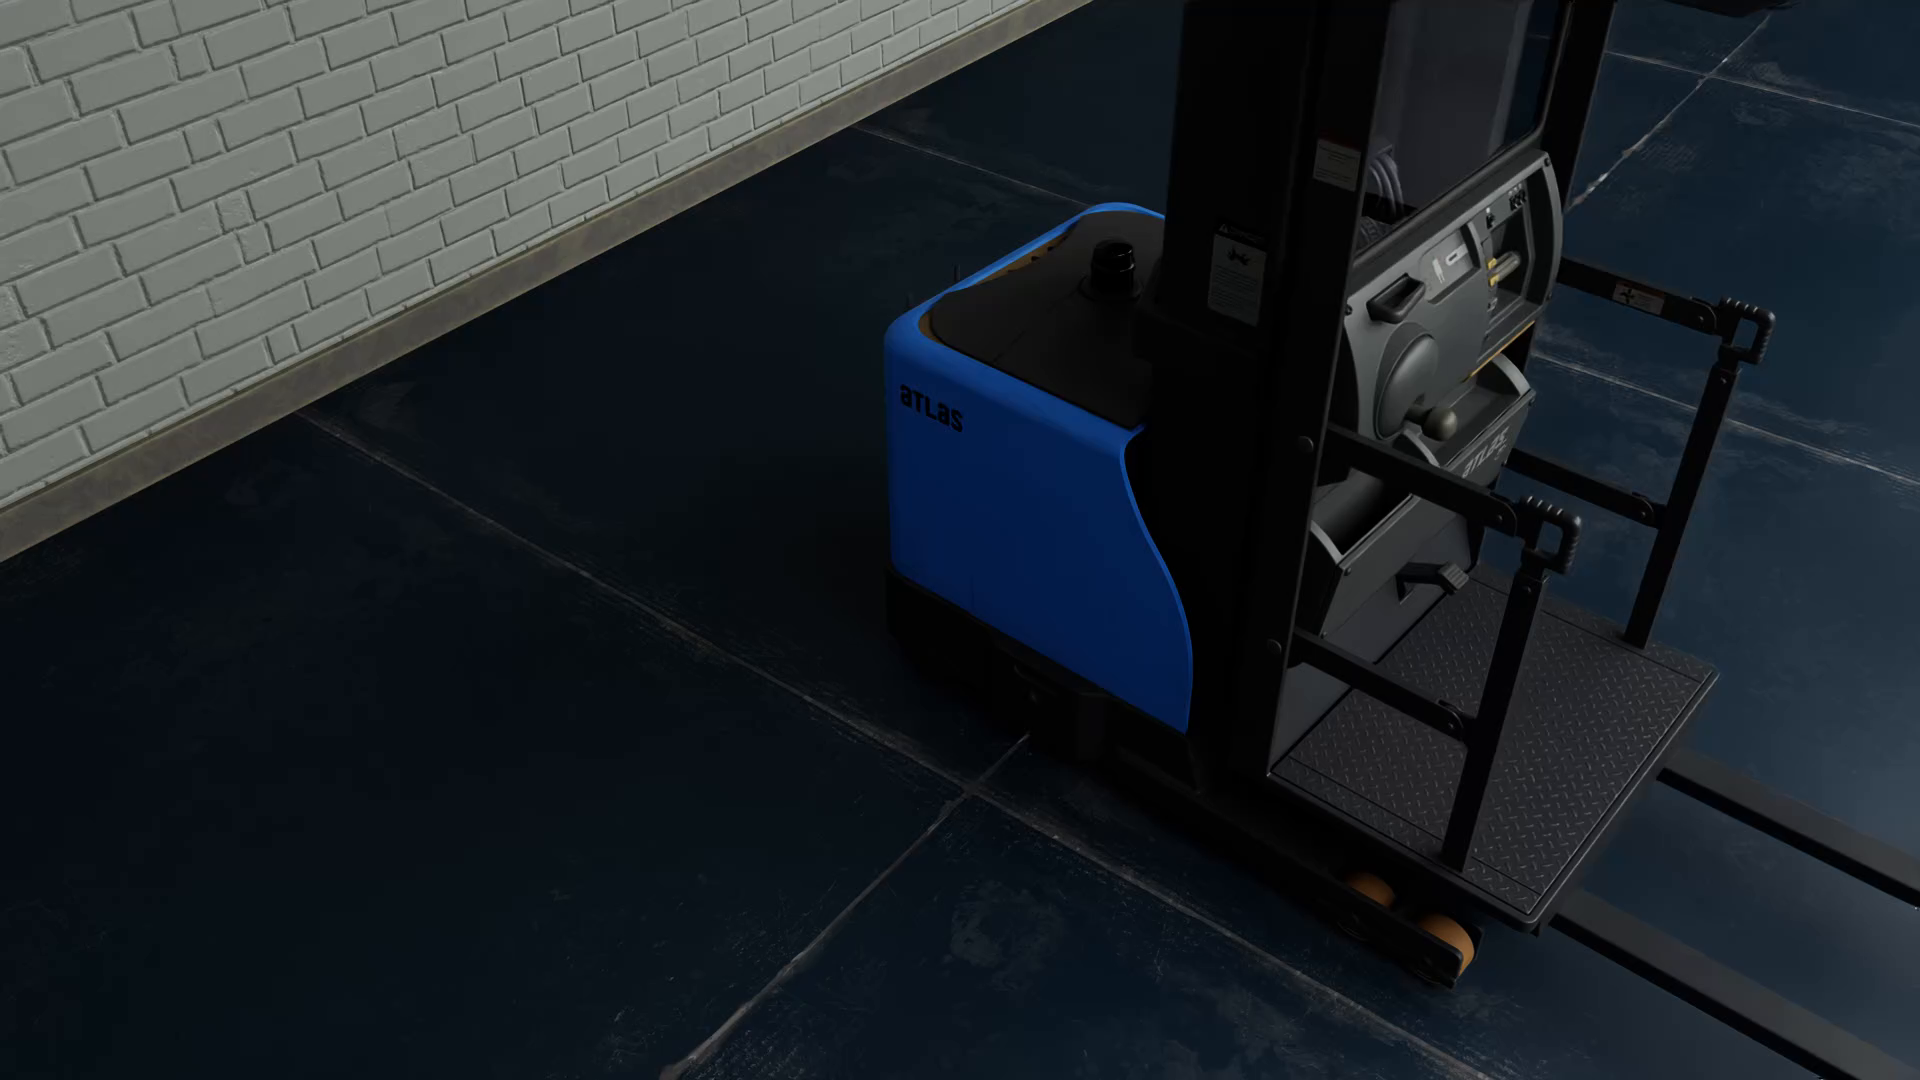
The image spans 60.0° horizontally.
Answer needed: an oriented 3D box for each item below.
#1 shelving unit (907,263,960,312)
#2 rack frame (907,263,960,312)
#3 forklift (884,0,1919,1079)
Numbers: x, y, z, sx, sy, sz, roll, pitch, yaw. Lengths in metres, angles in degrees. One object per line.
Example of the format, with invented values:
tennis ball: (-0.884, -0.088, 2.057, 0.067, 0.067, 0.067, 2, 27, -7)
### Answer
shelving unit: (0.006, -0.351, 4.969, 0.210, 0.900, 0.258, 25, 45, 29)
rack frame: (-0.074, -0.389, 5.017, 0.006, 0.900, 0.240, 25, 45, 29)
forklift: (1.233, -0.481, 3.487, 3.031, 2.935, 1.130, 28, 46, 31)
